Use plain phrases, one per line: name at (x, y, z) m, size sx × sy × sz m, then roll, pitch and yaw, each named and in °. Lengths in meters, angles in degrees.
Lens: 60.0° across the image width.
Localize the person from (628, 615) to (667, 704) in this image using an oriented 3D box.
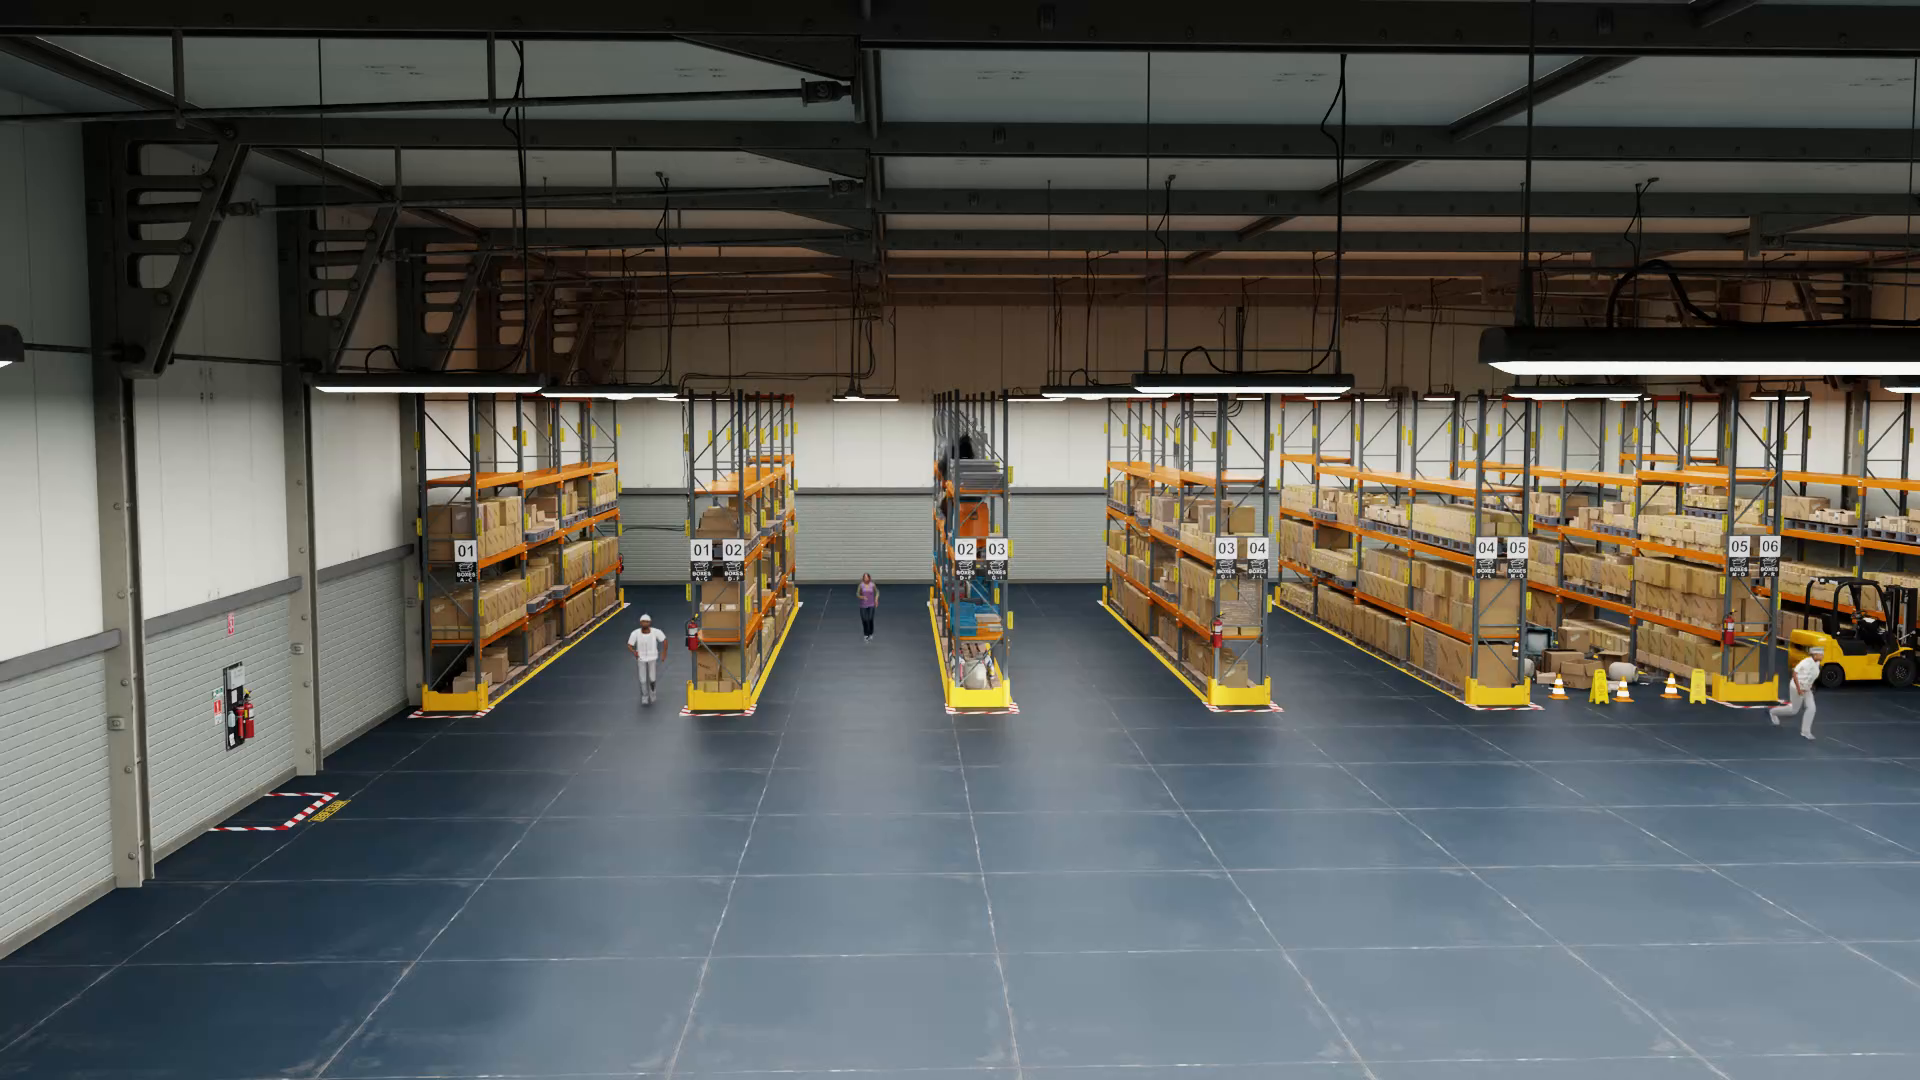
person at (-5.934, 2.273, 31.573) m, size 0.744 × 1.719 × 0.587 m, roll -1°, pitch 5°, yaw -10°

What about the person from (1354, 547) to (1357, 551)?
person at (11.117, 1.043, 46.757) m, size 0.723 × 1.716 × 0.751 m, roll 0°, pitch 5°, yaw -1°

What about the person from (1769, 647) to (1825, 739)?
person at (14.490, 2.606, 28.778) m, size 0.582 × 1.627 × 0.904 m, roll -4°, pitch 6°, yaw -39°

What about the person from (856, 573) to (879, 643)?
person at (-2.113, 1.555, 38.042) m, size 0.511 × 1.616 × 0.637 m, roll 0°, pitch 5°, yaw -1°
